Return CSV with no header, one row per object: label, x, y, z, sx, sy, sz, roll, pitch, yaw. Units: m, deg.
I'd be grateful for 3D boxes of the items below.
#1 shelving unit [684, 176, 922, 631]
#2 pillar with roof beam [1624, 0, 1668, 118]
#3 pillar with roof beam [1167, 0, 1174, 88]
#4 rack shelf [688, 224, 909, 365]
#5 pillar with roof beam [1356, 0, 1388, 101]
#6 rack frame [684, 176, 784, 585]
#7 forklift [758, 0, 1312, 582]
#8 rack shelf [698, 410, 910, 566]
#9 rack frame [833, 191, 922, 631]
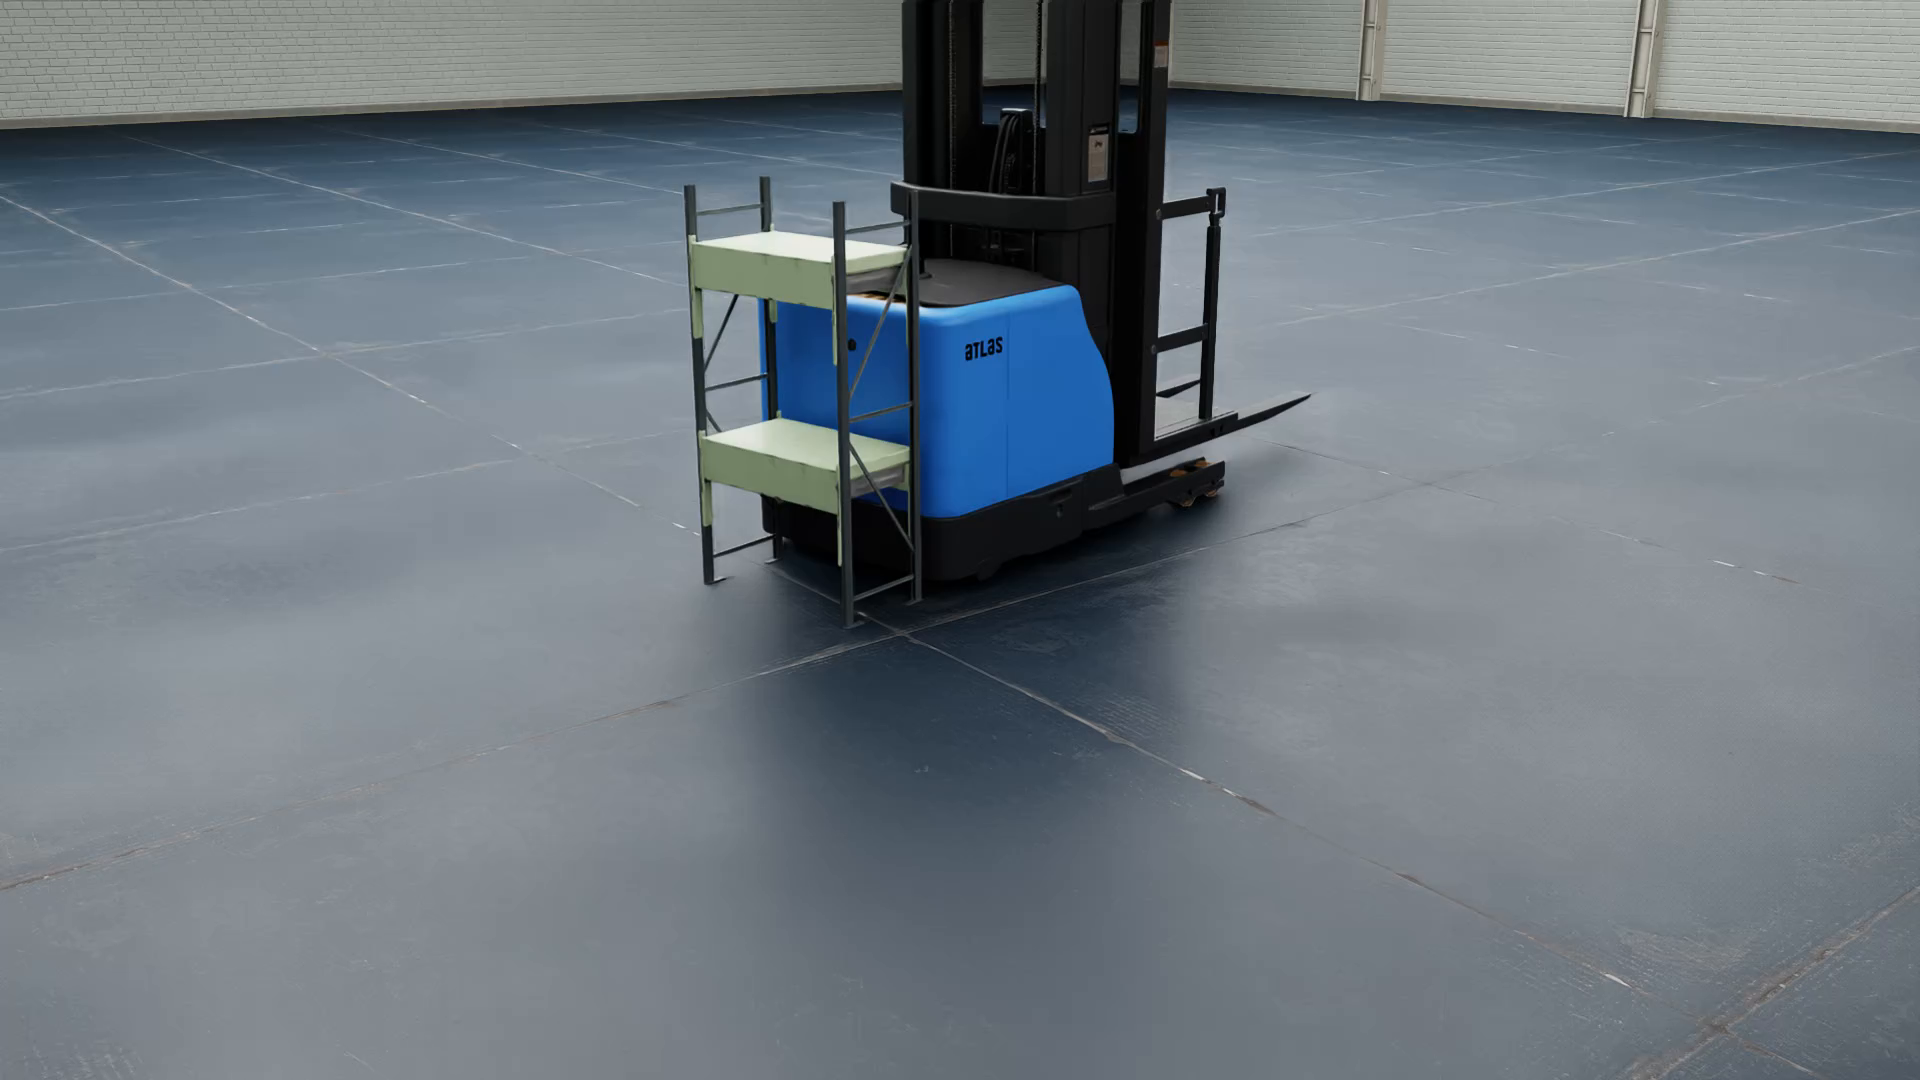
shelving unit,-0.560,-0.514,6.030,0.755,1.500,0.431,15,23,38
pillar with roof beam,8.716,-10.973,25.686,9.100,9.000,0.400,-14,23,-36
pillar with roof beam,1.266,-13.930,34.616,9.100,9.000,0.400,-14,23,-36
rack shelf,-0.560,-0.885,5.908,0.720,0.370,0.431,15,23,38
pillar with roof beam,4.991,-12.452,30.151,9.100,9.000,0.400,-14,23,-36
rack frame,-0.840,-0.588,6.254,0.023,1.500,0.400,15,23,38
forklift,0.536,-1.625,7.107,1.130,2.935,3.031,15,24,38
rack shelf,-0.560,-0.205,6.133,0.720,0.370,0.431,15,23,38
rack frame,-0.280,-0.440,5.807,0.023,1.500,0.400,15,23,38
